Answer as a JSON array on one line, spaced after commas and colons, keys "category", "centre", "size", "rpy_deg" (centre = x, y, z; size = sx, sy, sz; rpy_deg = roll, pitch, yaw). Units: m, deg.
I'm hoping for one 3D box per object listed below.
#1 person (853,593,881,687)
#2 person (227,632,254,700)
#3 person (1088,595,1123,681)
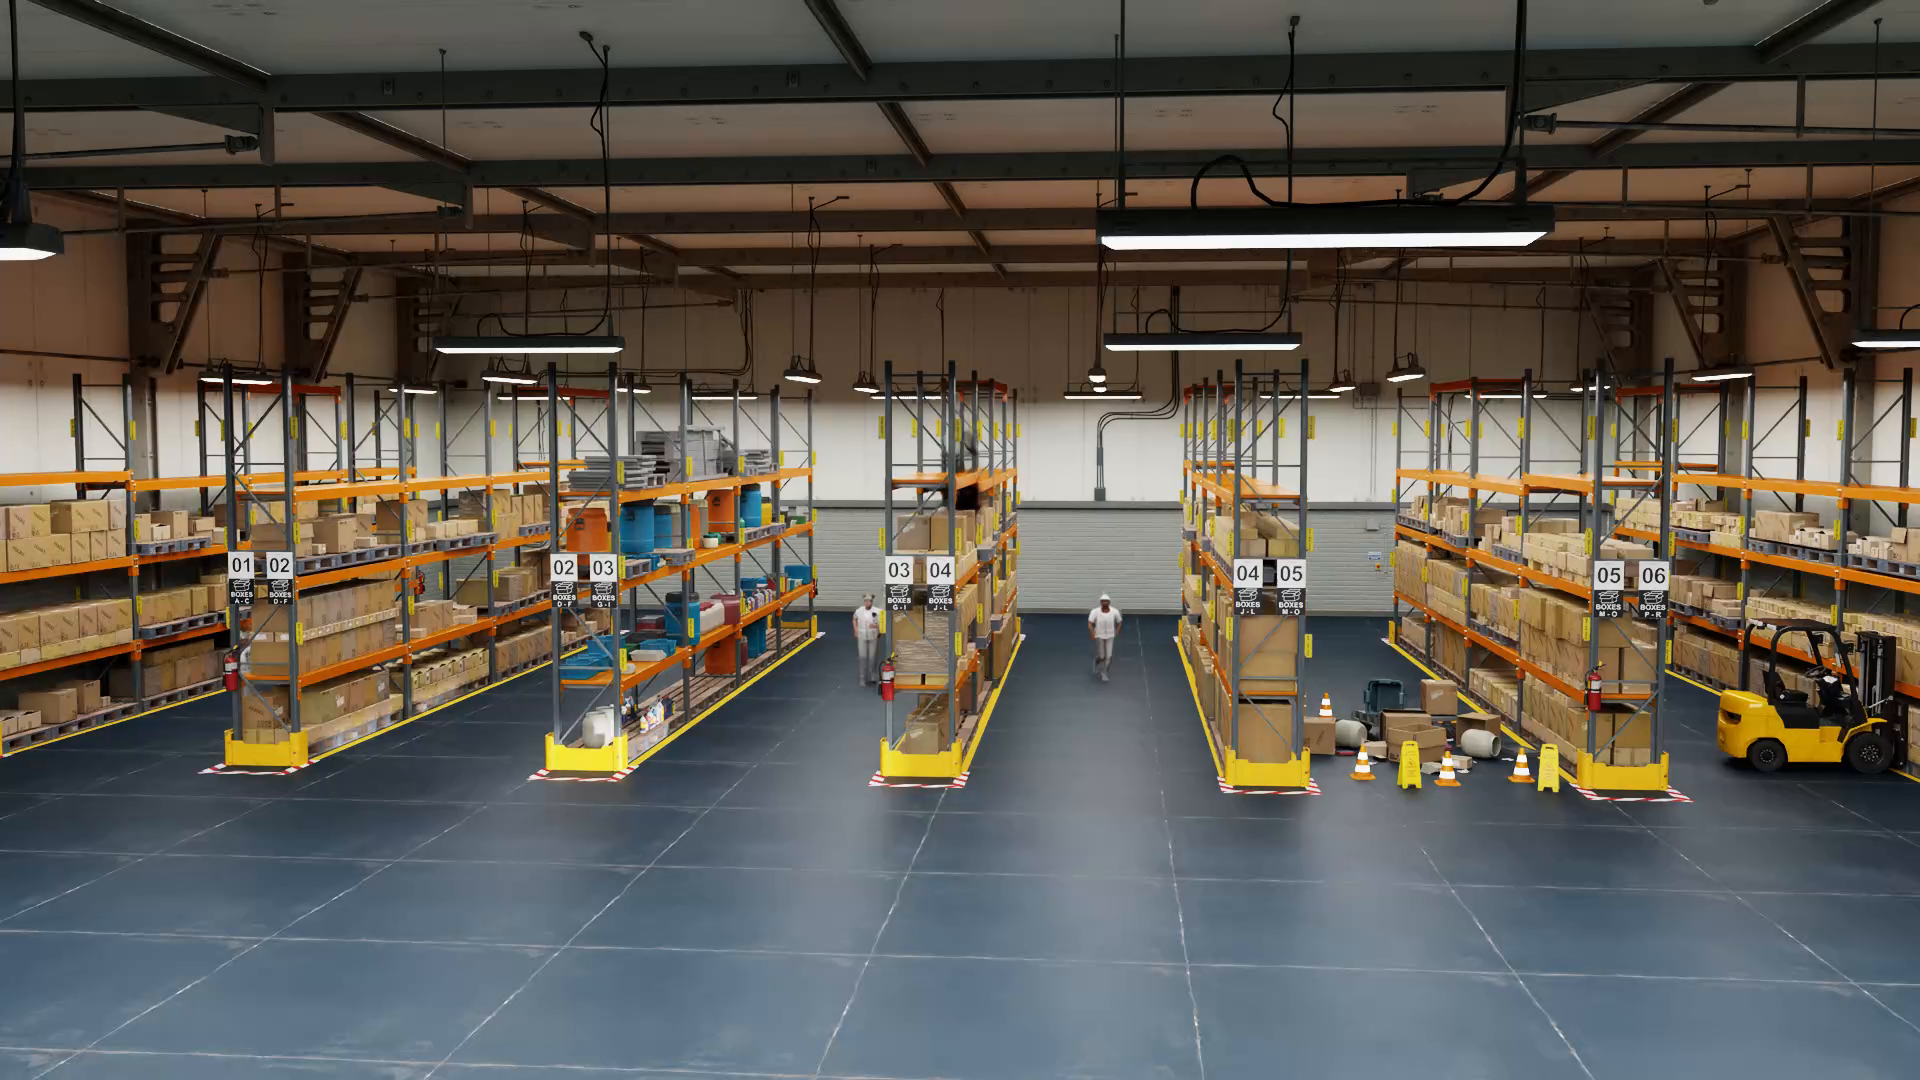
[{"category": "person", "centre": [-1.803, 1.948, 32.812], "size": [0.652, 1.816, 0.814], "rpy_deg": [0, 4, 2]}, {"category": "person", "centre": [-11.993, 2.351, 27.840], "size": [0.586, 1.665, 0.617], "rpy_deg": [-1, 4, -8]}, {"category": "person", "centre": [2.924, 1.953, 33.351], "size": [0.691, 1.734, 0.632], "rpy_deg": [0, 4, -2]}]
